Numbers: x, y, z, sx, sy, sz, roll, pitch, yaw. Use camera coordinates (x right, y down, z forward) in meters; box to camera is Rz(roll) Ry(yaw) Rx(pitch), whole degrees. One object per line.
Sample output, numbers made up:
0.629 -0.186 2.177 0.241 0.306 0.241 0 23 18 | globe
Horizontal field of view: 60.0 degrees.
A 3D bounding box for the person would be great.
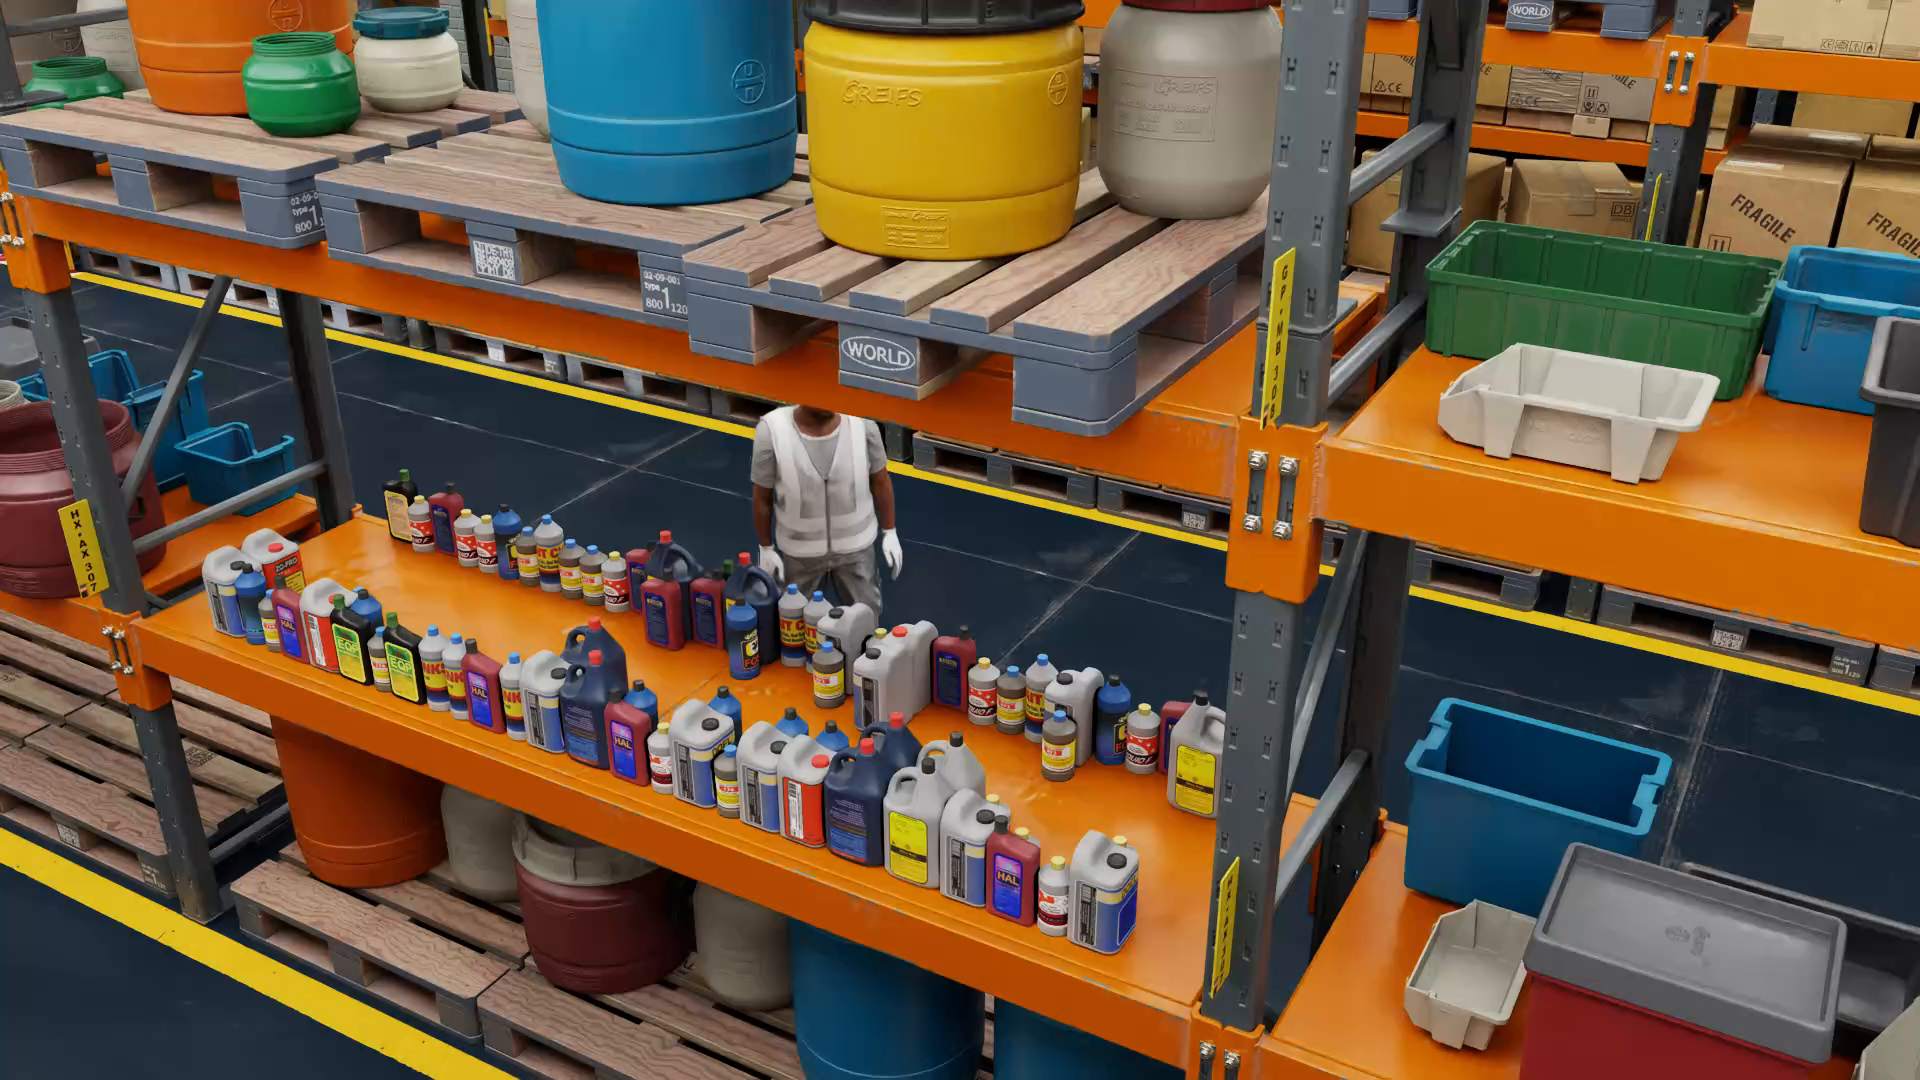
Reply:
-0.549 0.032 6.961 0.615 1.784 0.446 -4 27 -9 | person
